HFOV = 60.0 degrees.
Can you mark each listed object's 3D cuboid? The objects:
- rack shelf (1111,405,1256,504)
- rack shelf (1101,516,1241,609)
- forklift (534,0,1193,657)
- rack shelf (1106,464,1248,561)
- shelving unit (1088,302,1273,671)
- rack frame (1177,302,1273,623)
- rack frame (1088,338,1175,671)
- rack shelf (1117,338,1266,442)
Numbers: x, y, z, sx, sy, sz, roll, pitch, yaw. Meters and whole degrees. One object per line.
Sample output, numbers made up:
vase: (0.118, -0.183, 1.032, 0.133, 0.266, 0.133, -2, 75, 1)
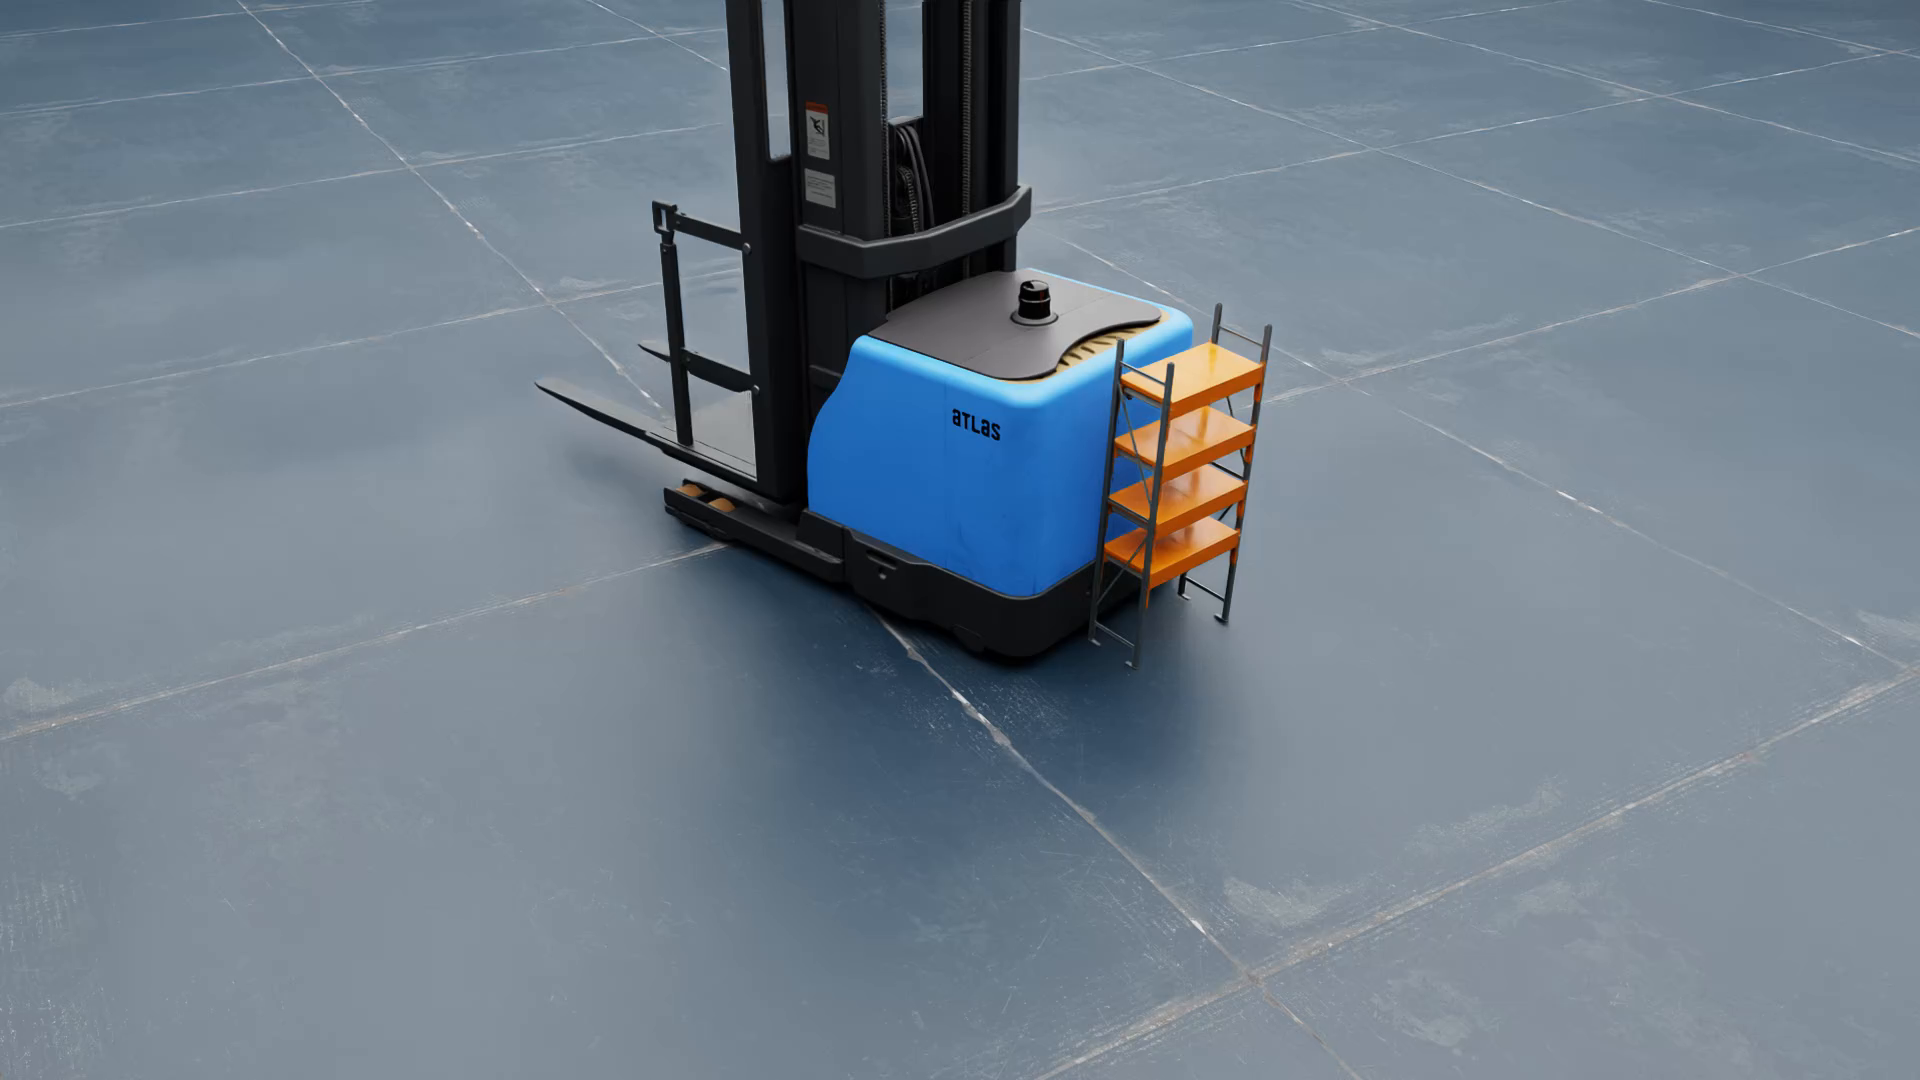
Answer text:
rack shelf: (0.763, -0.310, 5.731, 0.480, 0.148, 0.258, -23, 40, -36)
rack shelf: (0.746, 0.049, 5.952, 0.480, 0.148, 0.258, -23, 40, -36)
forklift: (-0.584, -1.455, 6.354, 3.031, 2.935, 1.130, 23, 36, 35)
rack shelf: (0.754, -0.120, 5.848, 0.480, 0.148, 0.258, -23, 40, -36)
shelving unit: (0.757, -0.177, 5.813, 0.503, 1.200, 0.258, -23, 40, -36)
rack frame: (0.939, -0.256, 5.955, 0.015, 1.200, 0.240, -23, 40, -36)
rack frame: (0.575, -0.098, 5.671, 0.015, 1.200, 0.240, -23, 40, -36)
rack shelf: (0.773, -0.512, 5.607, 0.480, 0.148, 0.258, -23, 40, -36)
